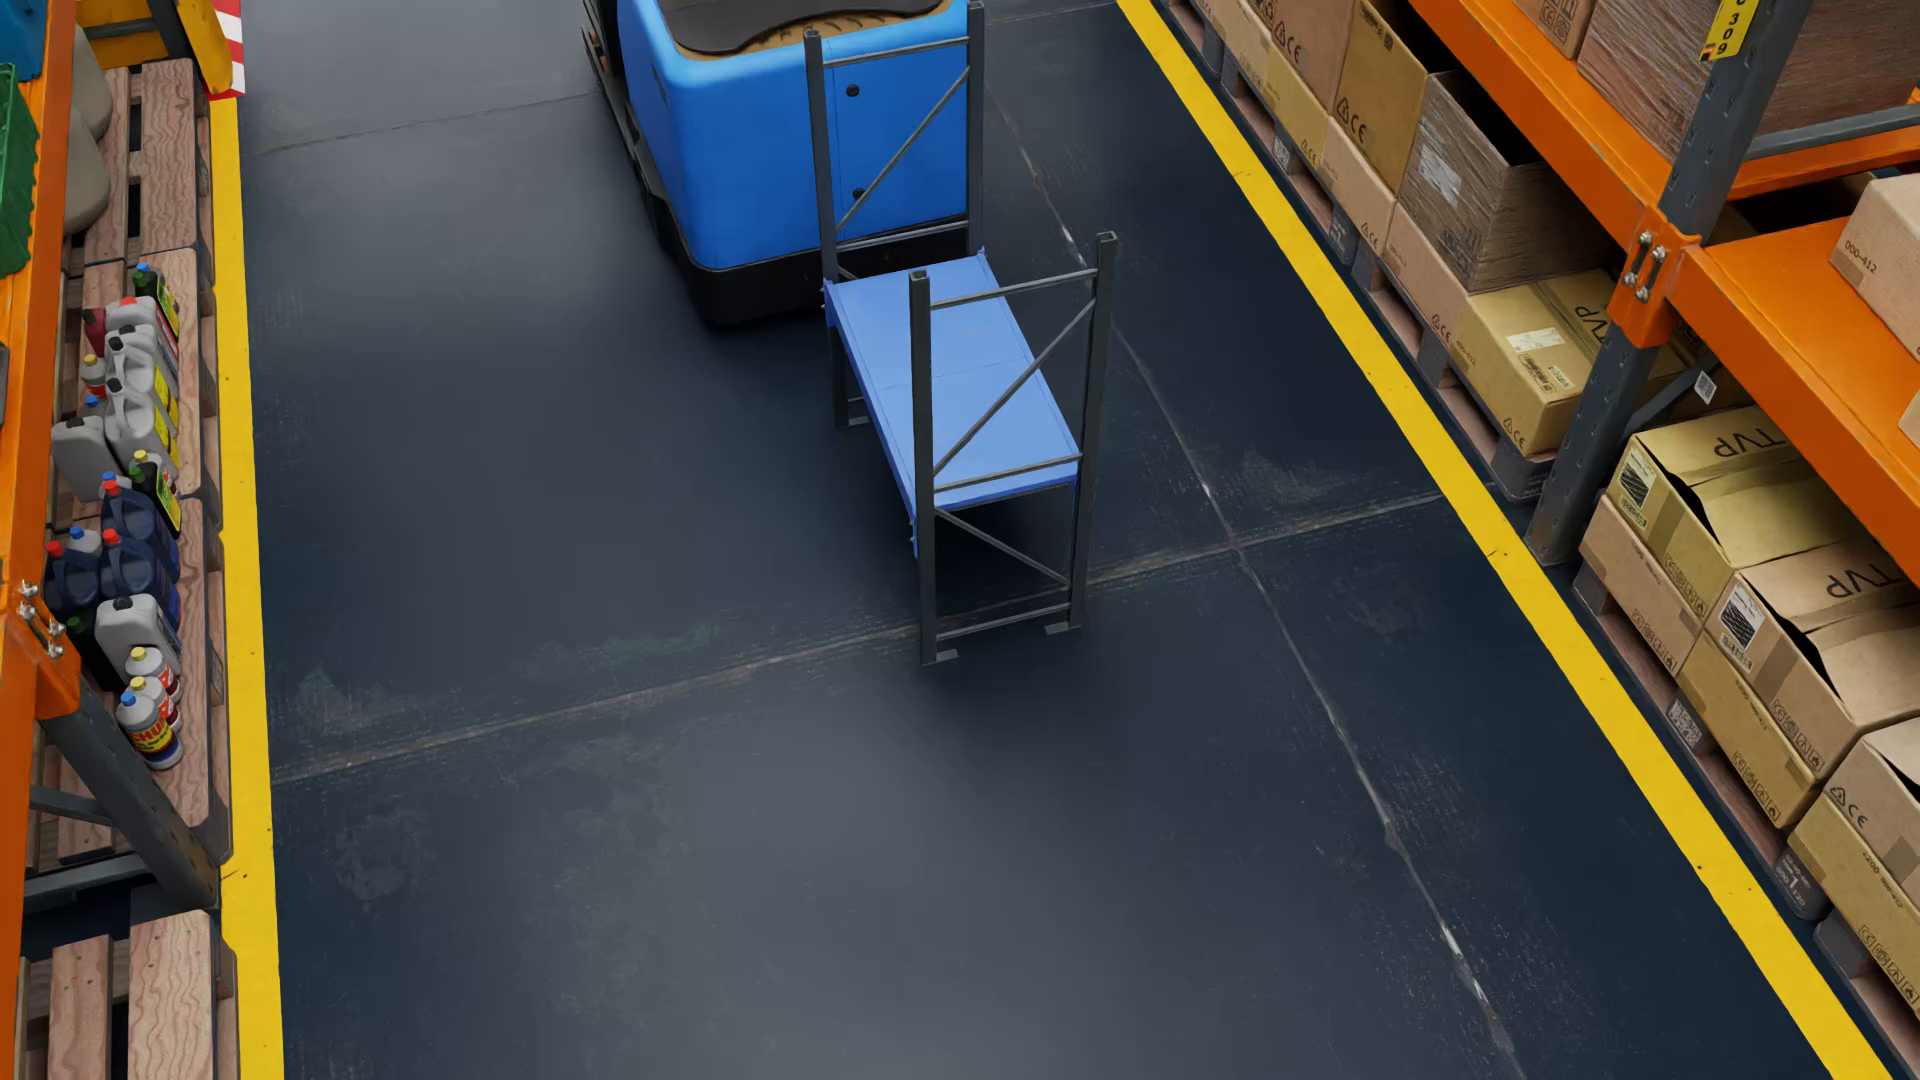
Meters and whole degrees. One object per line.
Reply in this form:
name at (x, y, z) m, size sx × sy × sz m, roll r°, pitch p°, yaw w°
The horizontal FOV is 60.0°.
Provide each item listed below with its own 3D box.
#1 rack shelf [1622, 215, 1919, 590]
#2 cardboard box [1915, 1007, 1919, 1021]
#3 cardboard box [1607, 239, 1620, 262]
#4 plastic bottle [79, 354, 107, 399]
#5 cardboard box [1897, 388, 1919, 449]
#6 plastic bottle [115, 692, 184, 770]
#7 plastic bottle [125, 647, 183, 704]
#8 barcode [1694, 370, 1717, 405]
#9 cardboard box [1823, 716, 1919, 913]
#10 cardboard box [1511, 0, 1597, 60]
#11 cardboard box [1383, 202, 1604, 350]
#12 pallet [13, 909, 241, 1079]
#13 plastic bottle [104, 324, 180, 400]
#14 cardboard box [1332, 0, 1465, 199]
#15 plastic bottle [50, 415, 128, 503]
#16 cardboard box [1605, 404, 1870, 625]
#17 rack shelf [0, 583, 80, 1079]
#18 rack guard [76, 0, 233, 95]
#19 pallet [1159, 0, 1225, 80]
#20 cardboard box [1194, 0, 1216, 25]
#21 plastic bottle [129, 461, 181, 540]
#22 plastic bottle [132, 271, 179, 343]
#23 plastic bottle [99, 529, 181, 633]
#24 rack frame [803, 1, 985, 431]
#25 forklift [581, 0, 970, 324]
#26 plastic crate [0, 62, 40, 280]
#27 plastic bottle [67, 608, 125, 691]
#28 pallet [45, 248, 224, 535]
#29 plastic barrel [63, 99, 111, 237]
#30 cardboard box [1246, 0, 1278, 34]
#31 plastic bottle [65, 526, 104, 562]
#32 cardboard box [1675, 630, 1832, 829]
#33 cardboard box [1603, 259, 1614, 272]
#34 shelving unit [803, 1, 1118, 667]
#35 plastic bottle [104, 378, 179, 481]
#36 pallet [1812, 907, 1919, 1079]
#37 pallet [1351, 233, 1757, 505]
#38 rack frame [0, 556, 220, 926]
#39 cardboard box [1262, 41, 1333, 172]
rack shelf at (2.860, 0.659, 3.203) m, size 1.077 × 0.370 × 4.000 m, roll -13°, pitch 51°, yaw -11°
cardboard box at (2.606, 1.191, 3.808) m, size 0.500 × 0.250 × 0.500 m, roll -12°, pitch 51°, yaw -10°
cardboard box at (2.275, -1.297, 5.415) m, size 0.500 × 0.500 × 0.500 m, roll -13°, pitch 51°, yaw -11°
plastic bottle at (-2.710, -0.502, 5.254) m, size 0.097 × 0.201 × 0.097 m, roll 0°, pitch 50°, yaw 0°
cardboard box at (2.335, -0.259, 3.671) m, size 0.380 × 0.149 × 0.250 m, roll -13°, pitch 51°, yaw -11°
plastic bottle at (-2.140, 0.489, 4.372) m, size 0.097 × 0.271 × 0.097 m, roll 0°, pitch 50°, yaw 0°
plastic bottle at (-2.200, 0.363, 4.524) m, size 0.097 × 0.201 × 0.097 m, roll 0°, pitch 50°, yaw 0°
barcode at (1.946, -0.399, 4.343) m, size 0.001 × 0.075 × 0.075 m, roll -13°, pitch 51°, yaw -11°
cardboard box at (2.450, 0.639, 3.906) m, size 0.500 × 0.311 × 0.500 m, roll -15°, pitch 51°, yaw -12°
cardboard box at (1.969, -1.772, 4.717) m, size 0.700 × 0.500 × 0.500 m, roll -14°, pitch 51°, yaw -11°
cardboard box at (1.784, -0.939, 5.604) m, size 0.500 × 0.250 × 0.500 m, roll -13°, pitch 51°, yaw -11°
pallet at (-2.195, 1.547, 3.808) m, size 1.003 × 0.211 × 1.213 m, roll -13°, pitch 51°, yaw -11°
plastic bottle at (-2.596, -0.568, 5.261) m, size 0.152 × 0.276 × 0.135 m, roll -15°, pitch 51°, yaw -12°
cardboard box at (1.634, -1.546, 5.625) m, size 0.500 × 0.500 × 0.500 m, roll -13°, pitch 51°, yaw -11°
plastic bottle at (-2.622, -0.260, 5.001) m, size 0.152 × 0.276 × 0.135 m, roll -13°, pitch 51°, yaw -11°
cardboard box at (2.153, -0.105, 4.534) m, size 0.500 × 0.311 × 0.500 m, roll -13°, pitch 51°, yaw -11°
rack shelf at (-1.873, 1.776, 2.261) m, size 1.077 × 0.370 × 4.000 m, roll -13°, pitch 51°, yaw -11°
rack guard at (-3.580, -1.987, 6.598) m, size 1.175 × 0.500 × 0.348 m, roll -13°, pitch 51°, yaw -11°
pallet at (1.352, -2.507, 7.226) m, size 1.003 × 0.211 × 1.213 m, roll -13°, pitch 51°, yaw -11°
cardboard box at (1.183, -2.398, 6.833) m, size 0.500 × 0.250 × 0.500 m, roll -13°, pitch 51°, yaw -11°
plastic bottle at (-2.371, -0.134, 4.890) m, size 0.061 × 0.283 × 0.133 m, roll -11°, pitch 51°, yaw -9°
plastic bottle at (-2.633, -0.781, 5.435) m, size 0.061 × 0.283 × 0.133 m, roll -12°, pitch 51°, yaw -10°
plastic bottle at (-2.307, 0.112, 4.638) m, size 0.144 × 0.351 × 0.185 m, roll -12°, pitch 51°, yaw -10°
rack frame at (-0.176, -0.917, 5.042) m, size 0.500 × 1.500 × 0.032 m, roll -13°, pitch 51°, yaw -11°
forklift at (-0.911, -2.850, 5.736) m, size 1.130 × 2.935 × 3.031 m, roll -16°, pitch 52°, yaw -13°
plastic crate at (-2.596, -0.903, 4.188) m, size 0.450 × 0.188 × 0.662 m, roll -13°, pitch 51°, yaw -11°
plastic bottle at (-2.363, 0.280, 4.541) m, size 0.061 × 0.283 × 0.133 m, roll -13°, pitch 51°, yaw -11°
pallet at (-2.988, -0.410, 5.458) m, size 1.003 × 0.211 × 1.213 m, roll -13°, pitch 51°, yaw -11°
plastic barrel at (-3.231, -1.342, 5.772) m, size 0.421 × 0.512 × 0.421 m, roll 0°, pitch 50°, yaw 0°
cardboard box at (1.342, -2.277, 6.241) m, size 0.500 × 0.500 × 0.500 m, roll -13°, pitch 51°, yaw -11°
plastic bottle at (-2.465, 0.059, 4.735) m, size 0.097 × 0.271 × 0.097 m, roll 0°, pitch 50°, yaw 0°
cardboard box at (2.301, 0.442, 4.440) m, size 0.500 × 0.250 × 0.500 m, roll -12°, pitch 51°, yaw -10°
cardboard box at (2.278, -1.056, 5.702) m, size 0.500 × 0.250 × 0.500 m, roll -13°, pitch 51°, yaw -11°
shelving unit at (-0.025, -0.546, 4.729) m, size 0.538 × 1.500 × 1.048 m, roll -13°, pitch 51°, yaw -11°
plastic bottle at (-2.488, -0.336, 5.016) m, size 0.144 × 0.351 × 0.185 m, roll -14°, pitch 51°, yaw -11°
pallet at (2.888, 1.287, 4.027) m, size 1.003 × 0.211 × 1.213 m, roll -13°, pitch 51°, yaw -11°
pallet at (2.073, -0.725, 5.723) m, size 1.003 × 0.211 × 1.213 m, roll -13°, pitch 51°, yaw -11°
rack frame at (-2.464, 0.084, 3.218) m, size 1.000 × 3.000 × 0.127 m, roll -13°, pitch 51°, yaw -11°
cardboard box at (1.474, -1.666, 6.217) m, size 0.500 × 0.250 × 0.500 m, roll -13°, pitch 51°, yaw -11°
